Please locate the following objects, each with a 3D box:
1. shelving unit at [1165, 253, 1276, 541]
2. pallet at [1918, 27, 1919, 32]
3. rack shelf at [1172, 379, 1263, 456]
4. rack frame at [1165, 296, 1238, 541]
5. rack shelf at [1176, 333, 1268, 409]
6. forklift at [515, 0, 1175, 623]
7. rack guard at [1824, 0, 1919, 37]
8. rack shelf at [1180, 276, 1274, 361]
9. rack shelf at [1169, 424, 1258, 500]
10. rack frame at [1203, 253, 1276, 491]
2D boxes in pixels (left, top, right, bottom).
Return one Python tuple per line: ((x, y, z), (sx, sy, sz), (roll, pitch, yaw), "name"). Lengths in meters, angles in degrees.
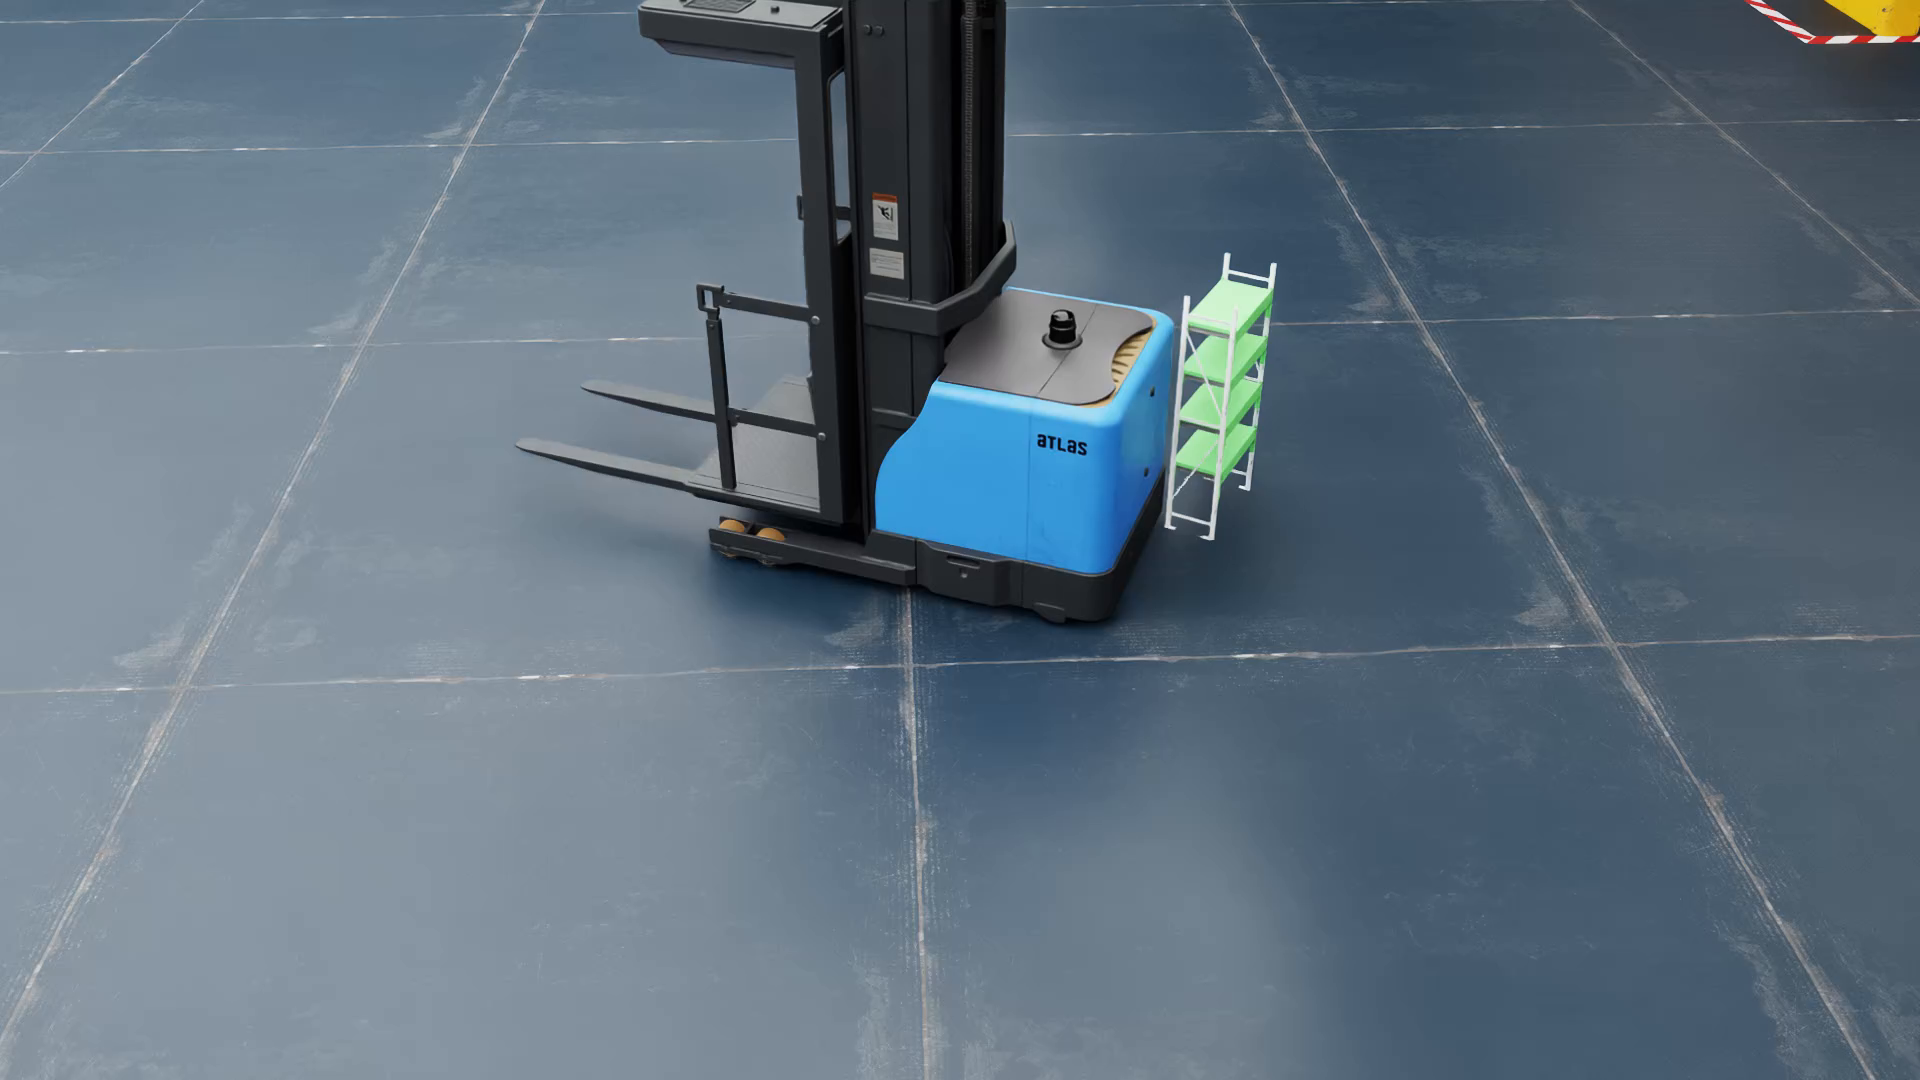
((1.189, -0.646, 7.629), (0.258, 1.200, 0.503), (17, 38, 23), "shelving unit")
((8.573, -4.613, 14.230), (1.213, 0.211, 1.003), (-2, 35, -2), "pallet")
((1.189, -0.593, 7.665), (0.258, 0.148, 0.480), (17, 38, 23), "rack shelf")
((1.074, -0.523, 7.452), (0.240, 1.200, 0.015), (17, 38, 23), "rack frame")
((1.189, -0.790, 7.528), (0.258, 0.148, 0.480), (17, 38, 23), "rack shelf")
((-0.615, -1.359, 7.139), (3.031, 2.935, 1.130), (12, 36, 17), "forklift")
((7.762, -4.713, 14.120), (0.348, 0.500, 1.175), (-2, 35, -2), "rack guard")
((1.189, -0.988, 7.392), (0.258, 0.148, 0.480), (17, 38, 23), "rack shelf")
((1.189, -0.396, 7.802), (0.258, 0.148, 0.480), (17, 38, 23), "rack shelf")
((1.304, -0.768, 7.806), (0.240, 1.200, 0.015), (17, 38, 23), "rack frame")
